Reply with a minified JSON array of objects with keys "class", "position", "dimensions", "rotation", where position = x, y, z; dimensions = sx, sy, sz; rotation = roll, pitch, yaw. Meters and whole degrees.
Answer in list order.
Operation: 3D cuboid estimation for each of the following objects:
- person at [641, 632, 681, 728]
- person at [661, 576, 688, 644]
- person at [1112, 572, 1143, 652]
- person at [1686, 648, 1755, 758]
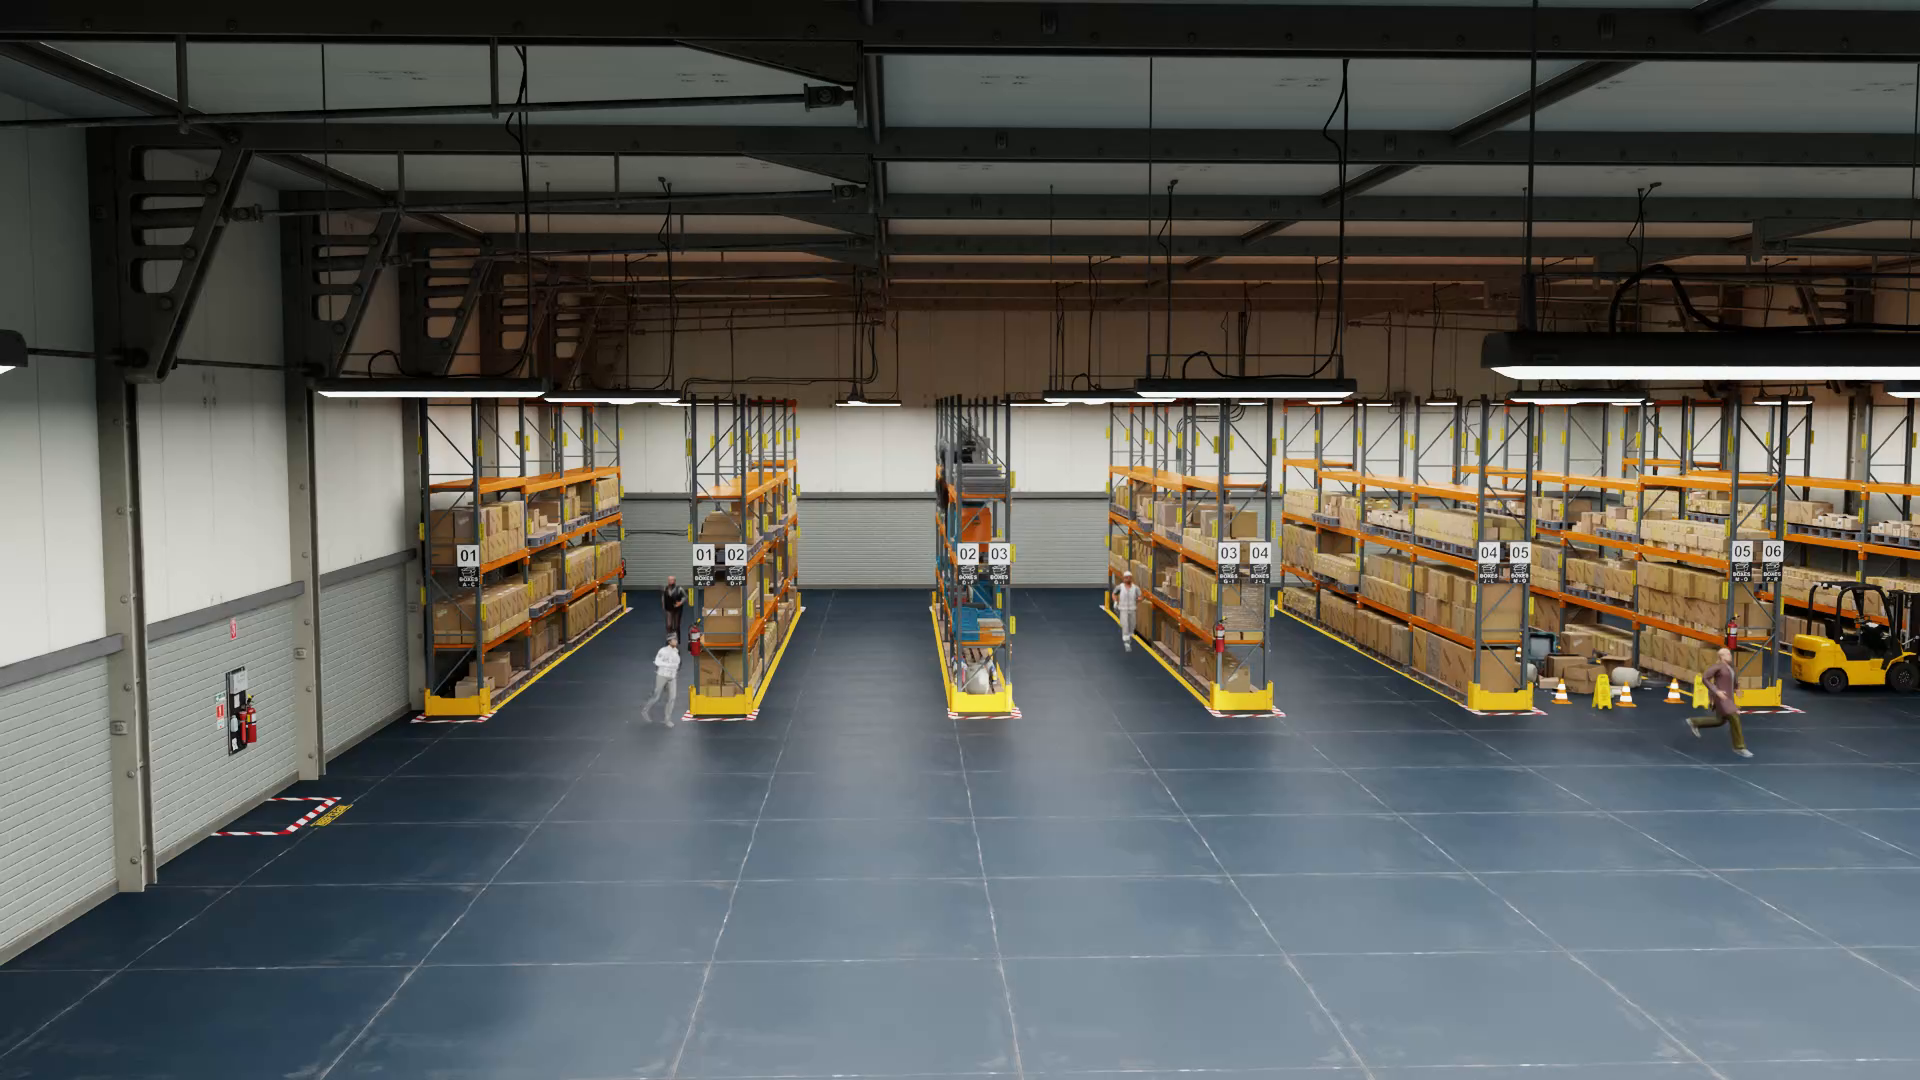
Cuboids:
[{"class":"person","position":[-5.330,2.511,30.213],"dimensions":[0.874,1.680,0.580],"rotation":[4,6,42]},{"class":"person","position":[-6.844,1.738,39.881],"dimensions":[0.675,1.774,0.774],"rotation":[0,4,2]},{"class":"person","position":[3.768,1.606,37.300],"dimensions":[0.667,1.796,0.893],"rotation":[0,5,-5]},{"class":"person","position":[12.706,2.685,27.746],"dimensions":[1.158,1.776,0.681],"rotation":[4,6,42]}]
